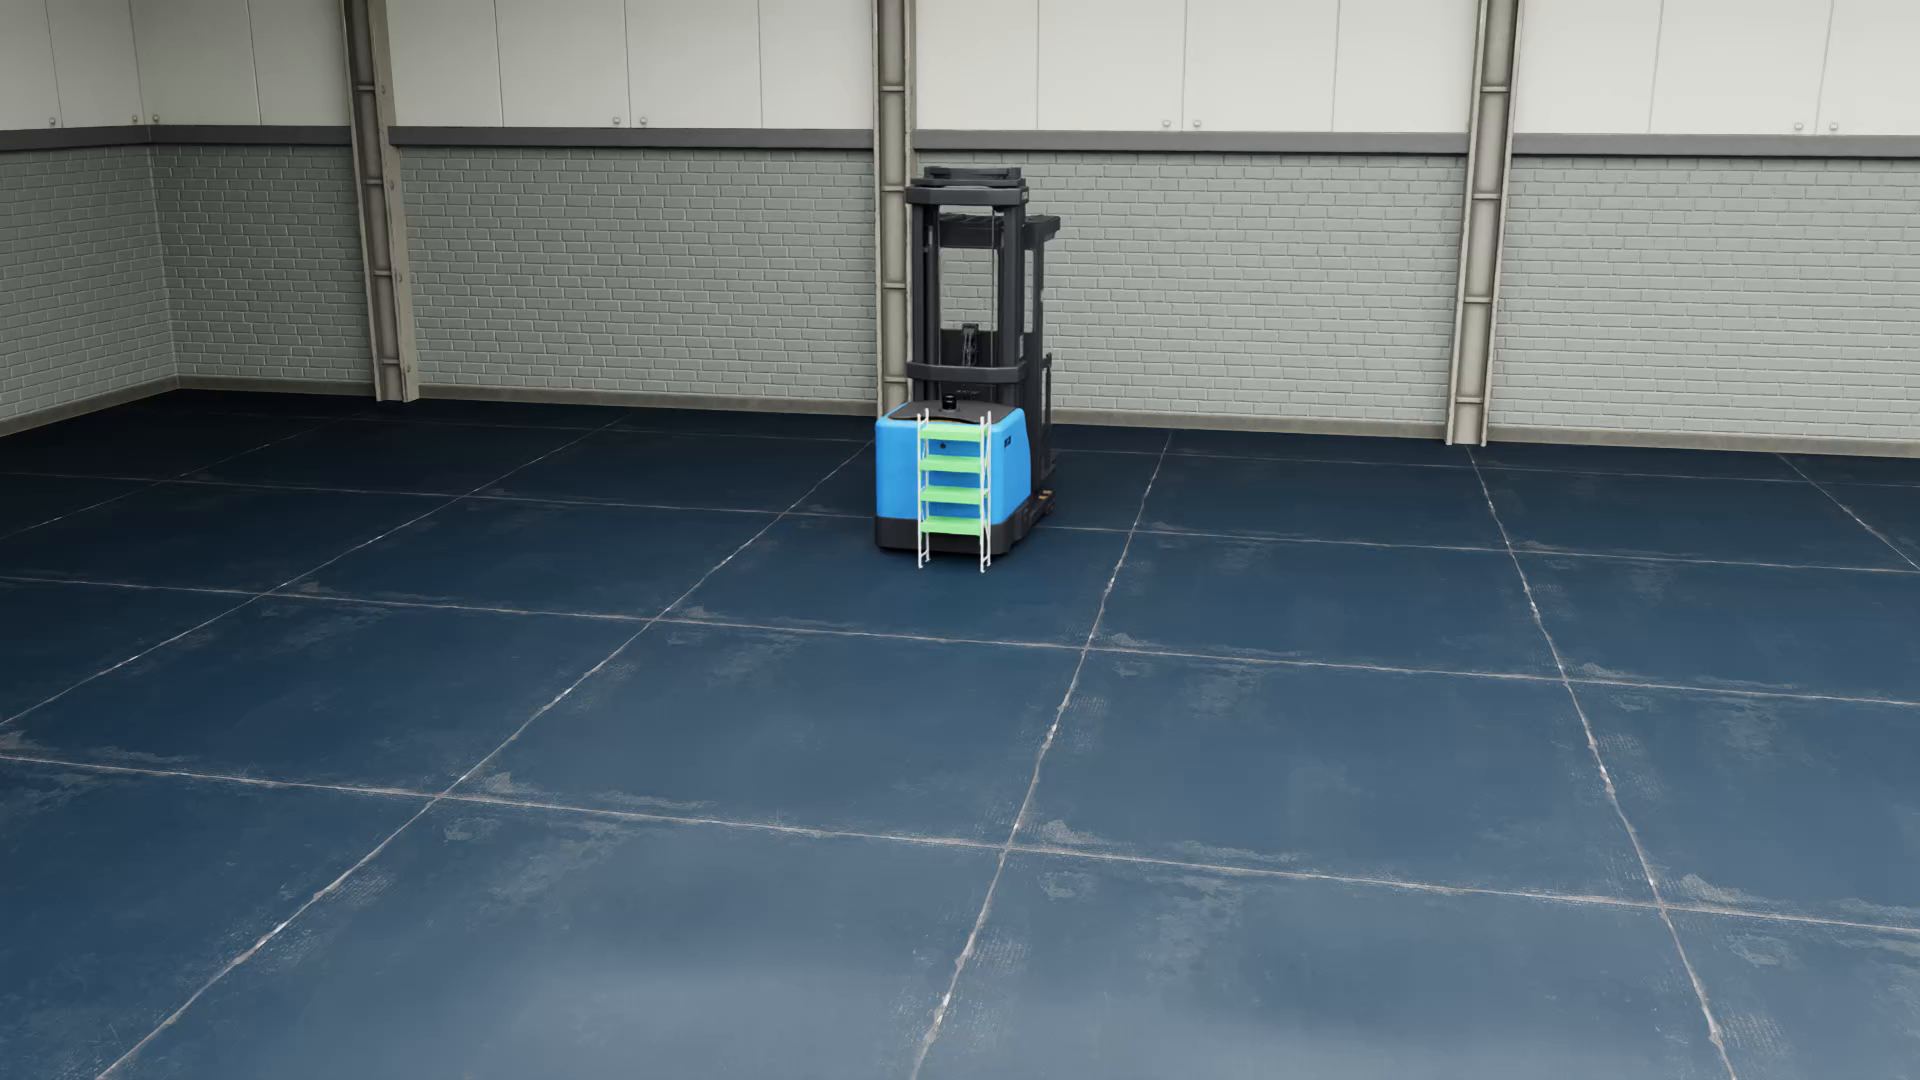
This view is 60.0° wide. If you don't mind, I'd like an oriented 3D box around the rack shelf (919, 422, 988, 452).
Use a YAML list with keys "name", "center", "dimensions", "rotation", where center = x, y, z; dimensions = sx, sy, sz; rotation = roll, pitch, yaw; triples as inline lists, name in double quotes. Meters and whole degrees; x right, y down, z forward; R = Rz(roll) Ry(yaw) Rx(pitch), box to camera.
- name: "rack shelf"
  center: [-0.043, -0.774, 12.480]
  dimensions: [0.480, 0.148, 0.258]
  rotation: [4, 16, 14]

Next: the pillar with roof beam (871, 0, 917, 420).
- name: "pillar with roof beam"
  center: [-1.539, -4.536, 13.010]
  dimensions: [0.400, 9.000, 9.100]
  rotation: [3, 16, 11]

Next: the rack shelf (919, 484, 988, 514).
- name: "rack shelf"
  center: [-0.043, -0.311, 12.608]
  dimensions: [0.480, 0.148, 0.258]
  rotation: [4, 16, 14]

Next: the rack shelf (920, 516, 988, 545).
- name: "rack shelf"
  center: [-0.043, -0.080, 12.672]
  dimensions: [0.480, 0.148, 0.258]
  rotation: [4, 16, 14]

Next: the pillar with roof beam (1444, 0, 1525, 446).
- name: "pillar with roof beam"
  center: [4.341, -4.217, 11.858]
  dimensions: [0.400, 9.000, 9.100]
  rotation: [3, 16, 11]

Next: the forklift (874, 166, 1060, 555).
- name: "forklift"
  center: [0.207, -1.648, 13.951]
  dimensions: [1.130, 2.935, 3.031]
  rotation: [4, 16, 15]

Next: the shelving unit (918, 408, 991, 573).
- name: "shelving unit"
  center: [-0.043, -0.373, 12.591]
  dimensions: [0.503, 1.200, 0.258]
  rotation: [4, 16, 14]

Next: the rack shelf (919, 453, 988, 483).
- name: "rack shelf"
  center: [-0.043, -0.543, 12.544]
  dimensions: [0.480, 0.148, 0.258]
  rotation: [4, 16, 14]

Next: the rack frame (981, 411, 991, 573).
- name: "rack frame"
  center: [0.193, -0.357, 12.532]
  dimensions: [0.015, 1.200, 0.240]
  rotation: [4, 16, 14]

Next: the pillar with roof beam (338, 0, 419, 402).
- name: "pillar with roof beam"
  center: [-7.418, -4.855, 14.163]
  dimensions: [0.400, 9.000, 9.100]
  rotation: [3, 16, 11]

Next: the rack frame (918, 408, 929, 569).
- name: "rack frame"
  center: [-0.279, -0.389, 12.650]
  dimensions: [0.015, 1.200, 0.240]
  rotation: [4, 16, 14]
